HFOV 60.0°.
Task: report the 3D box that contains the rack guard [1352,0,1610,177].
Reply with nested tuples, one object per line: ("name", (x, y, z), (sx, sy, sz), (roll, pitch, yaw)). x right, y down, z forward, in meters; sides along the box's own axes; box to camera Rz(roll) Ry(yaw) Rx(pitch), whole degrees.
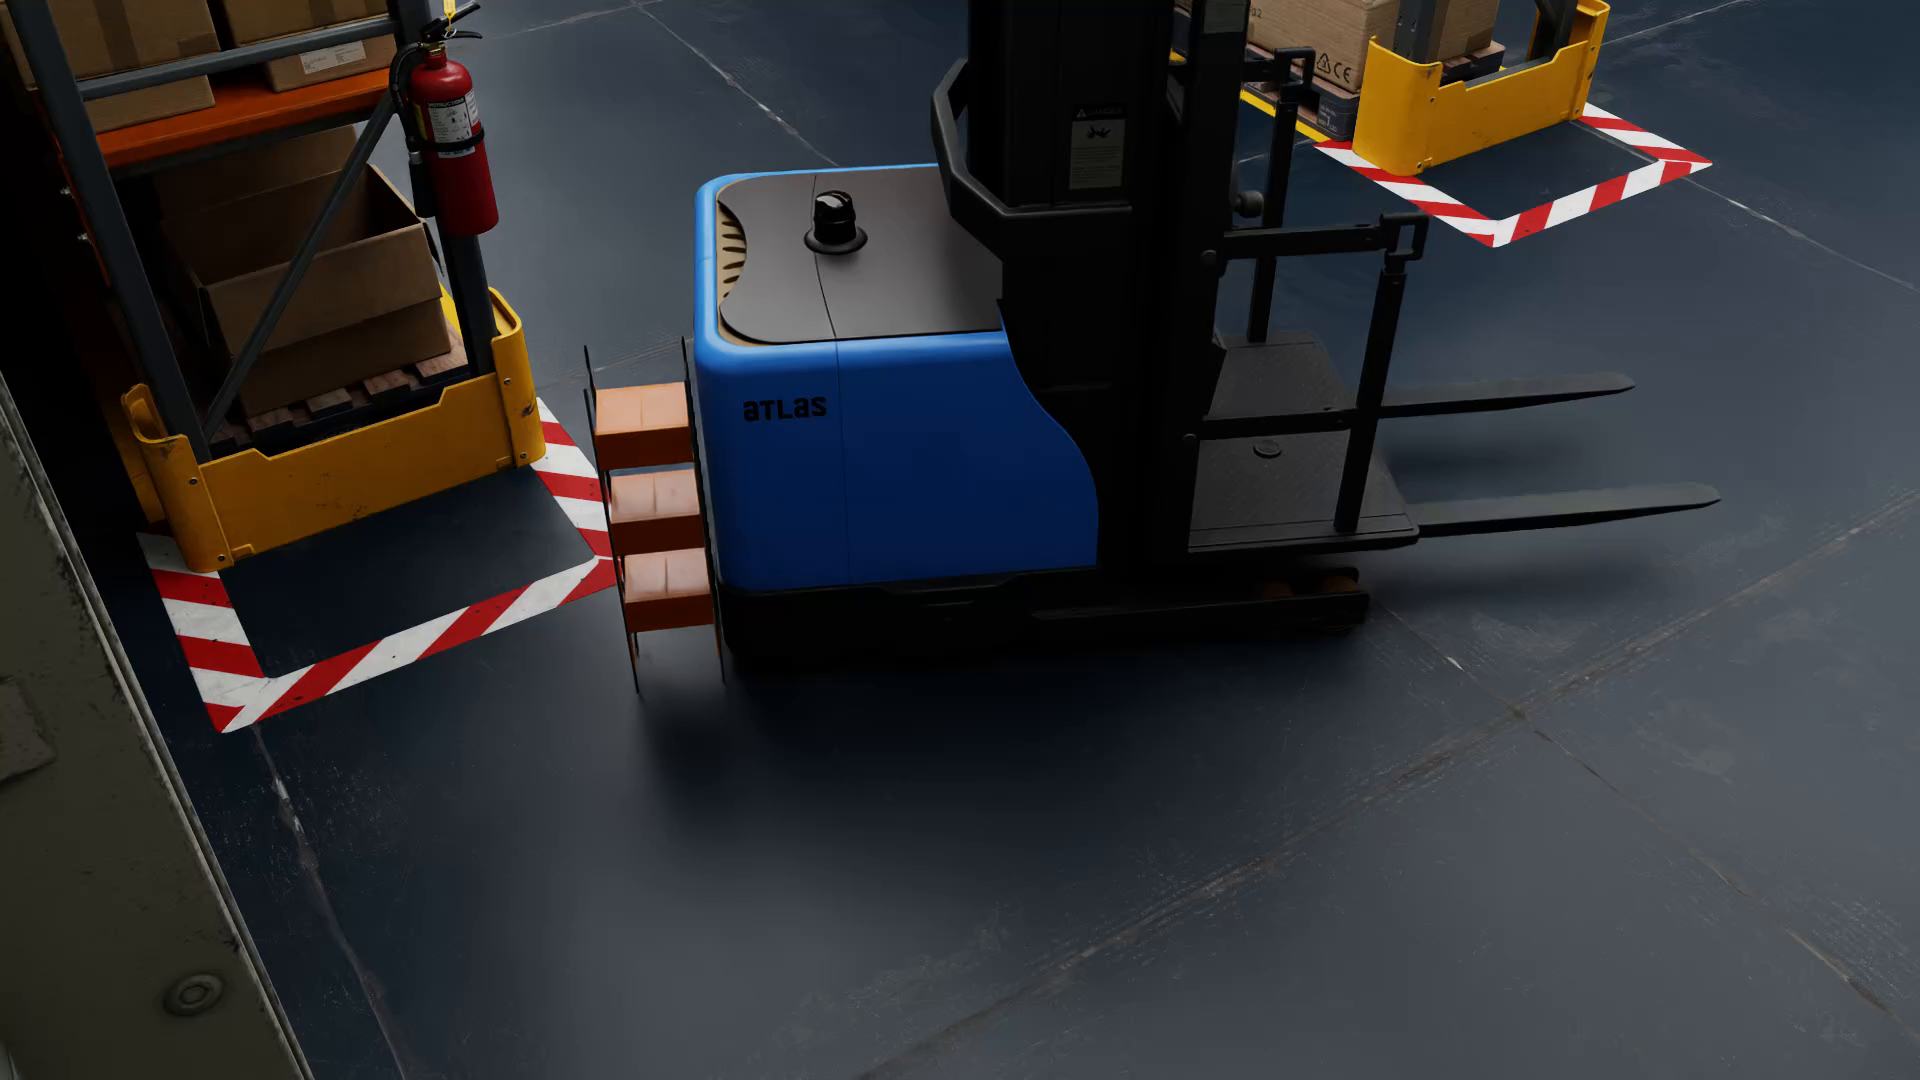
("rack guard", (2.281, -2.023, 7.287), (1.175, 0.500, 0.348), (-22, 45, -24))

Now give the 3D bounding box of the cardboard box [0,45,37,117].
("cardboard box", (-3.909, -2.135, 7.242), (0.500, 0.311, 0.500), (-21, 44, -23))

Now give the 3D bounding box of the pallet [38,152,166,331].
("pallet", (-3.037, -1.343, 6.697), (1.003, 0.211, 1.213), (-22, 45, -24))

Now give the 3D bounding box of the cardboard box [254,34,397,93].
("cardboard box", (-1.860, -1.461, 4.857), (0.380, 0.149, 0.250), (-23, 45, -25))

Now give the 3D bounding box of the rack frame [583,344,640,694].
("rack frame", (-0.931, -0.028, 4.463), (0.008, 1.050, 0.200), (-6, 40, -7))

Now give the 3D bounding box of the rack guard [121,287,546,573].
("rack guard", (-1.955, -0.367, 5.299), (1.175, 0.500, 0.348), (-22, 45, -24))

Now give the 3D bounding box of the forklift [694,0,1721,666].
("forklift", (0.772, -1.175, 4.371), (3.031, 2.935, 1.130), (-4, 40, -5))

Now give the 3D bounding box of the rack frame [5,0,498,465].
("rack frame", (-1.915, -1.286, 4.450), (1.000, 3.000, 0.127), (-22, 45, -24))

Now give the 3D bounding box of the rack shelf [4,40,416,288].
("rack shelf", (-2.990, -2.089, 5.976), (1.077, 0.370, 4.000), (-22, 45, -24))

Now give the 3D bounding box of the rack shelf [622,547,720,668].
("rack shelf", (-0.810, 0.181, 4.663), (0.240, 0.259, 0.215), (-6, 40, -7))

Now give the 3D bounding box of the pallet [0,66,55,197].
("pallet", (-3.697, -2.002, 7.488), (1.003, 0.211, 1.213), (-22, 45, -24))

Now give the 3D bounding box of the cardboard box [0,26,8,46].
("cardboard box", (-2.803, -1.670, 5.107), (0.380, 0.149, 0.250), (-22, 45, -24))

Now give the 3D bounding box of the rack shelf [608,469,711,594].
("rack shelf", (-0.810, -0.033, 4.485), (0.240, 0.259, 0.215), (-6, 40, -7))

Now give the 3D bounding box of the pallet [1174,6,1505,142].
("pallet", (1.773, -2.330, 7.881), (1.003, 0.211, 1.213), (-22, 45, -24))

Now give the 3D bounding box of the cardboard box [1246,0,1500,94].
("cardboard box", (1.829, -2.495, 7.575), (0.875, 0.438, 0.875), (-24, 45, -26))

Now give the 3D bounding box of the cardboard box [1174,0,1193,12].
("cardboard box", (1.330, -2.986, 8.164), (0.875, 0.438, 0.875), (-21, 44, -23))

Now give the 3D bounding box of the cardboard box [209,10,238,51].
("cardboard box", (-2.036, -1.583, 5.002), (0.380, 0.149, 0.250), (-21, 44, -23))

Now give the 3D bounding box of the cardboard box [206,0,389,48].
("cardboard box", (-1.931, -1.680, 4.808), (0.500, 0.250, 0.500), (-22, 45, -24))

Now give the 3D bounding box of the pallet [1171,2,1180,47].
("pallet", (1.121, -2.988, 8.670), (1.003, 0.211, 1.213), (-22, 45, -24))

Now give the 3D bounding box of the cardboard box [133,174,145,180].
("cardboard box", (-3.149, -1.885, 6.793), (0.700, 0.500, 0.500), (-24, 45, -26))

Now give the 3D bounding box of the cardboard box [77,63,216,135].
("cardboard box", (-2.319, -1.276, 4.634), (0.380, 0.149, 0.250), (-23, 45, -25))

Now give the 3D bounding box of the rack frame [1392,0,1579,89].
("rack frame", (2.268, -2.996, 6.503), (1.000, 3.000, 0.127), (-22, 45, -24))

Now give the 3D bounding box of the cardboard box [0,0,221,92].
("cardboard box", (-2.386, -1.499, 4.591), (0.500, 0.250, 0.500), (-21, 44, -23))

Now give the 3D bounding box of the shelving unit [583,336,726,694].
("shelving unit", (-0.810, -0.041, 4.478), (0.252, 1.050, 0.215), (-6, 40, -7))

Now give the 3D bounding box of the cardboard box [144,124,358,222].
("cardboard box", (-2.590, -1.324, 6.121), (0.700, 0.500, 0.500), (-20, 44, -23))

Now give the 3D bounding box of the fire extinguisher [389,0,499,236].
("fire extinguisher", (-1.446, -1.193, 4.690), (0.296, 0.674, 0.183), (-22, 45, -24))

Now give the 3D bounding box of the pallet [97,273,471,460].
("pallet", (-2.385, -0.685, 5.908), (1.003, 0.211, 1.213), (-22, 45, -24))

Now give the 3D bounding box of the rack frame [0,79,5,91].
("rack frame", (-4.065, -3.445, 7.041), (1.000, 3.000, 0.127), (-22, 45, -24))

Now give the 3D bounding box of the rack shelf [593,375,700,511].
("rack shelf", (-0.811, -0.251, 4.304), (0.240, 0.259, 0.215), (-6, 40, -7))

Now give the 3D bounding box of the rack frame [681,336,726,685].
("rack frame", (-0.690, -0.053, 4.494), (0.008, 1.050, 0.200), (-6, 40, -7))

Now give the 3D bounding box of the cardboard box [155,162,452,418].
("cardboard box", (-2.164, -0.851, 5.550), (0.797, 0.503, 0.637), (-24, 45, -26))
